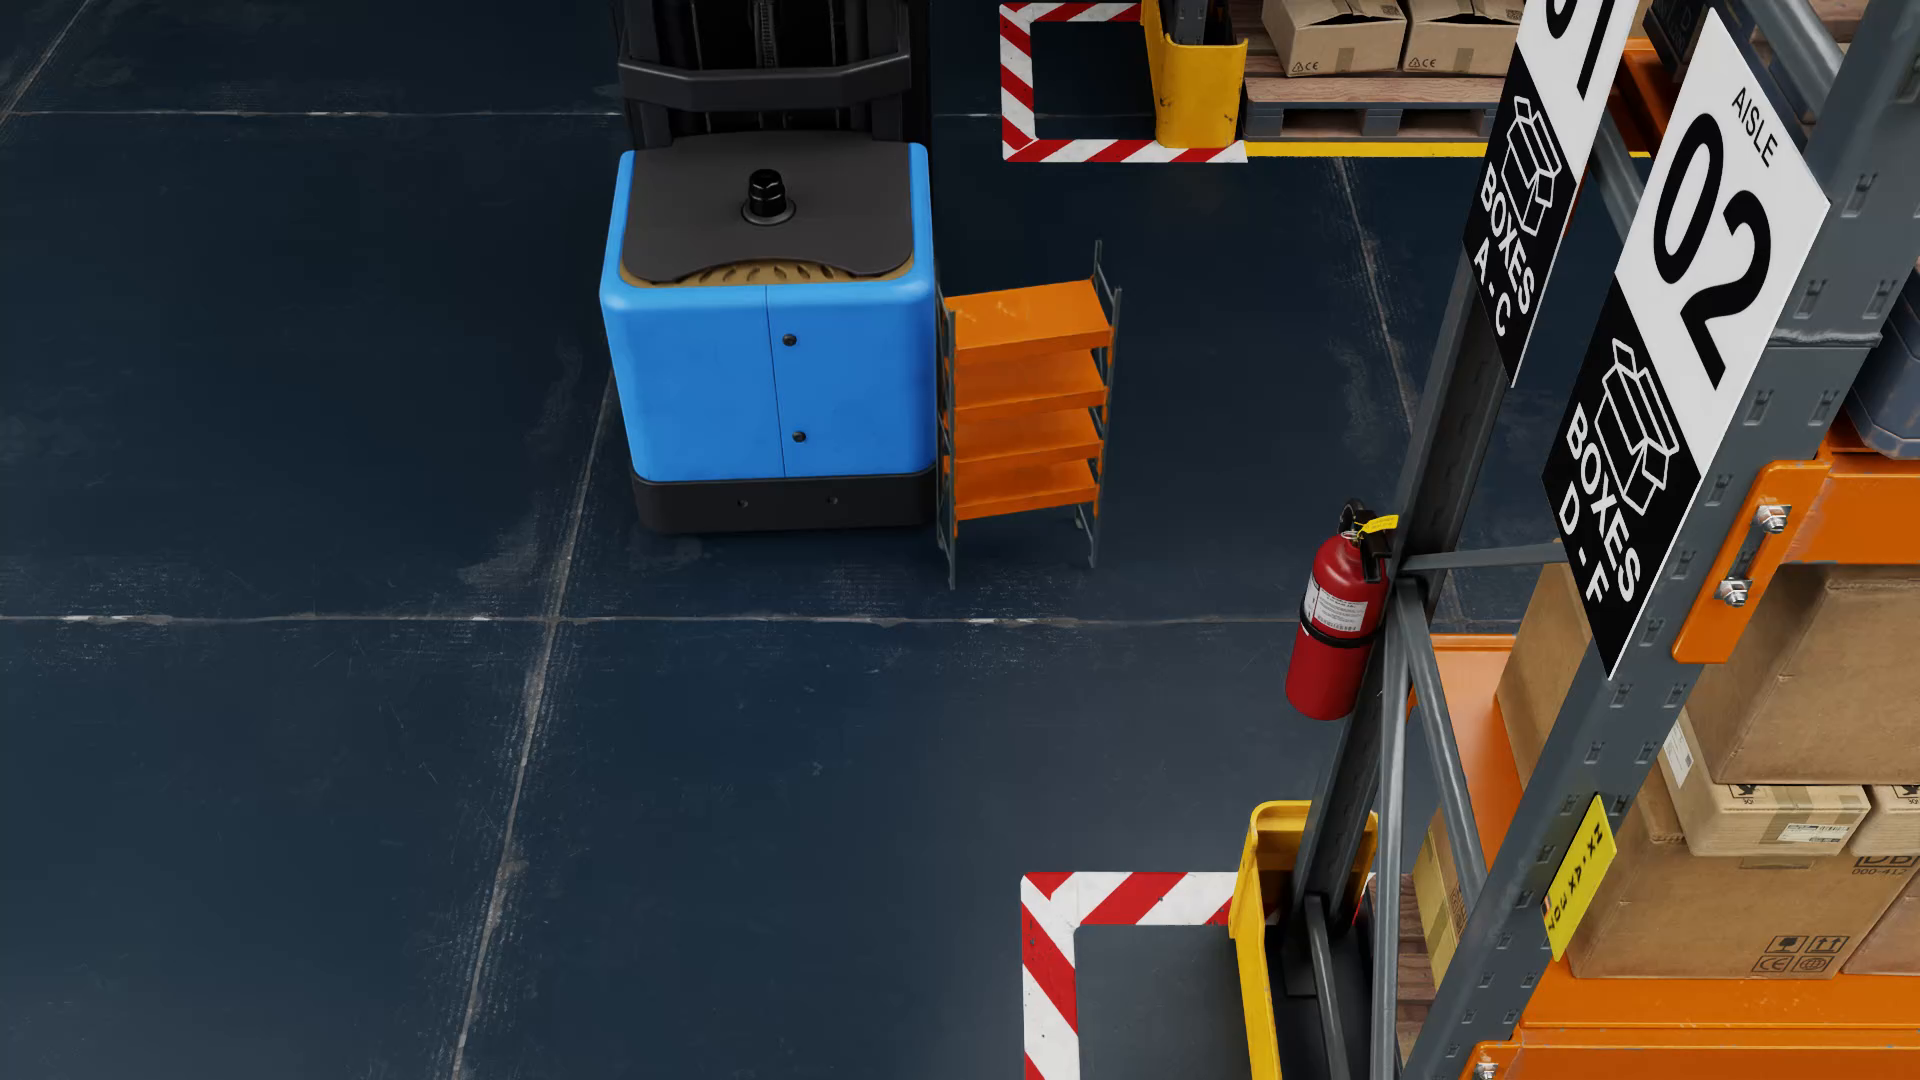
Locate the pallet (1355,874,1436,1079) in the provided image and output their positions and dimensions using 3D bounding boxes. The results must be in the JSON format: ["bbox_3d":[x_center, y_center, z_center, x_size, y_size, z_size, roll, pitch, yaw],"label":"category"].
[{"bbox_3d":[1.724,1.363,4.337,1.213,0.211,1.003,0,47,0],"label":"pallet"}]

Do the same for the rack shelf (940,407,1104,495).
[{"bbox_3d":[0.193,-0.316,5.315,0.480,0.148,0.258,-8,48,-8],"label":"rack shelf"}]

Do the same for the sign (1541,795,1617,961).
[{"bbox_3d":[0.951,0.526,2.566,0.005,0.325,0.100,0,47,0],"label":"sign"}]

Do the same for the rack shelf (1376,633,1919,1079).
[{"bbox_3d":[2.959,0.692,3.548,4.000,0.370,1.077,0,47,0],"label":"rack shelf"}]

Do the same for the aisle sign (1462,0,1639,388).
[{"bbox_3d":[0.895,-0.659,2.538,0.004,0.787,0.394,0,47,0],"label":"aisle sign"}]

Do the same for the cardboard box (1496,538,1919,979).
[{"bbox_3d":[1.426,0.418,3.243,0.500,0.500,0.700,0,47,0],"label":"cardboard box"}]

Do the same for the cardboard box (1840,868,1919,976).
[{"bbox_3d":[1.951,0.416,3.245,0.500,0.500,0.700,1,47,1],"label":"cardboard box"}]

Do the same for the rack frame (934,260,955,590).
[{"bbox_3d":[-0.046,-0.326,5.232,0.015,1.200,0.240,-8,48,-8],"label":"rack frame"}]

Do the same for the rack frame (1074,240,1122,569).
[{"bbox_3d":[0.432,-0.397,5.299,0.015,1.200,0.240,-8,48,-8],"label":"rack frame"}]

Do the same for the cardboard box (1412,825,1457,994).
[{"bbox_3d":[1.497,1.021,4.342,0.500,0.250,0.500,0,47,0],"label":"cardboard box"}]

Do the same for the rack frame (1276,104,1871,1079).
[{"bbox_3d":[0.959,0.442,3.290,0.127,3.000,1.000,0,47,0],"label":"rack frame"}]

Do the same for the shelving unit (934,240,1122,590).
[{"bbox_3d":[0.193,-0.361,5.265,0.503,1.200,0.258,-8,48,-8],"label":"shelving unit"}]

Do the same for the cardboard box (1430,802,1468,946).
[{"bbox_3d":[1.497,0.764,4.069,0.500,0.500,0.500,0,47,0],"label":"cardboard box"}]

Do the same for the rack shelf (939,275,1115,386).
[{"bbox_3d":[0.194,-0.628,4.977,0.480,0.148,0.258,-8,48,-8],"label":"rack shelf"}]

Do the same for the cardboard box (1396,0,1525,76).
[{"bbox_3d":[2.236,-2.349,7.423,0.500,0.311,0.500,4,47,3],"label":"cardboard box"}]

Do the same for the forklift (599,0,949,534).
[{"bbox_3d":[-0.653,-2.092,5.695,1.130,2.935,3.031,-2,47,-2],"label":"forklift"}]

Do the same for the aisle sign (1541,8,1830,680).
[{"bbox_3d":[0.893,-0.220,2.129,0.004,0.787,0.394,0,47,0],"label":"aisle sign"}]

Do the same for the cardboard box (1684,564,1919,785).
[{"bbox_3d":[1.479,-0.024,2.768,0.500,0.500,0.700,0,47,0],"label":"cardboard box"}]

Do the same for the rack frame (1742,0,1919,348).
[{"bbox_3d":[0.959,-1.602,1.094,0.127,3.000,1.000,0,47,0],"label":"rack frame"}]

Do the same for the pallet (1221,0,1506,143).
[{"bbox_3d":[1.862,-2.206,7.659,1.213,0.211,1.003,0,47,0],"label":"pallet"}]

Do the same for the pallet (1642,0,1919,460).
[{"bbox_3d":[1.666,-0.529,2.205,1.213,0.211,1.003,0,47,0],"label":"pallet"}]

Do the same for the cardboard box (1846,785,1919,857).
[{"bbox_3d":[1.615,0.344,2.869,0.250,0.149,0.380,-1,47,-1],"label":"cardboard box"}]

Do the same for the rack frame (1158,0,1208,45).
[{"bbox_3d":[0.974,-3.184,6.665,0.127,3.000,1.000,0,47,0],"label":"rack frame"}]

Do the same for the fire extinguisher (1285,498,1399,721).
[{"bbox_3d":[0.843,0.128,3.635,0.183,0.674,0.296,0,47,0],"label":"fire extinguisher"}]

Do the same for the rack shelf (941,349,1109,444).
[{"bbox_3d":[0.193,-0.468,5.150,0.480,0.148,0.258,-8,48,-8],"label":"rack shelf"}]

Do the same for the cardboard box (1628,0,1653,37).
[{"bbox_3d":[2.969,-2.375,7.318,0.500,0.500,0.700,-3,47,-2],"label":"cardboard box"}]

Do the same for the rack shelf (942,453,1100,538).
[{"bbox_3d":[0.192,-0.181,5.460,0.480,0.148,0.258,-8,48,-8],"label":"rack shelf"}]

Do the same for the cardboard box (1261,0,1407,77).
[{"bbox_3d":[1.666,-2.350,7.425,0.500,0.311,0.500,-5,47,-4],"label":"cardboard box"}]

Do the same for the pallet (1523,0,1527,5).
[{"bbox_3d":[3.079,-2.200,7.654,1.213,0.211,1.003,0,47,0],"label":"pallet"}]

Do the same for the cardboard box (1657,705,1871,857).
[{"bbox_3d":[1.351,0.345,2.868,0.250,0.149,0.380,0,47,0],"label":"cardboard box"}]

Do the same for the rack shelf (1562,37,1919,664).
[{"bbox_3d":[2.959,-0.330,2.450,4.000,0.370,1.077,0,47,0],"label":"rack shelf"}]

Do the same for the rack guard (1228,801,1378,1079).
[{"bbox_3d":[0.935,1.293,4.205,0.348,0.500,1.175,0,47,0],"label":"rack guard"}]

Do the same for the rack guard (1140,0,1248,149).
[{"bbox_3d":[1.050,-2.332,7.579,0.348,0.500,1.175,0,47,0],"label":"rack guard"}]
